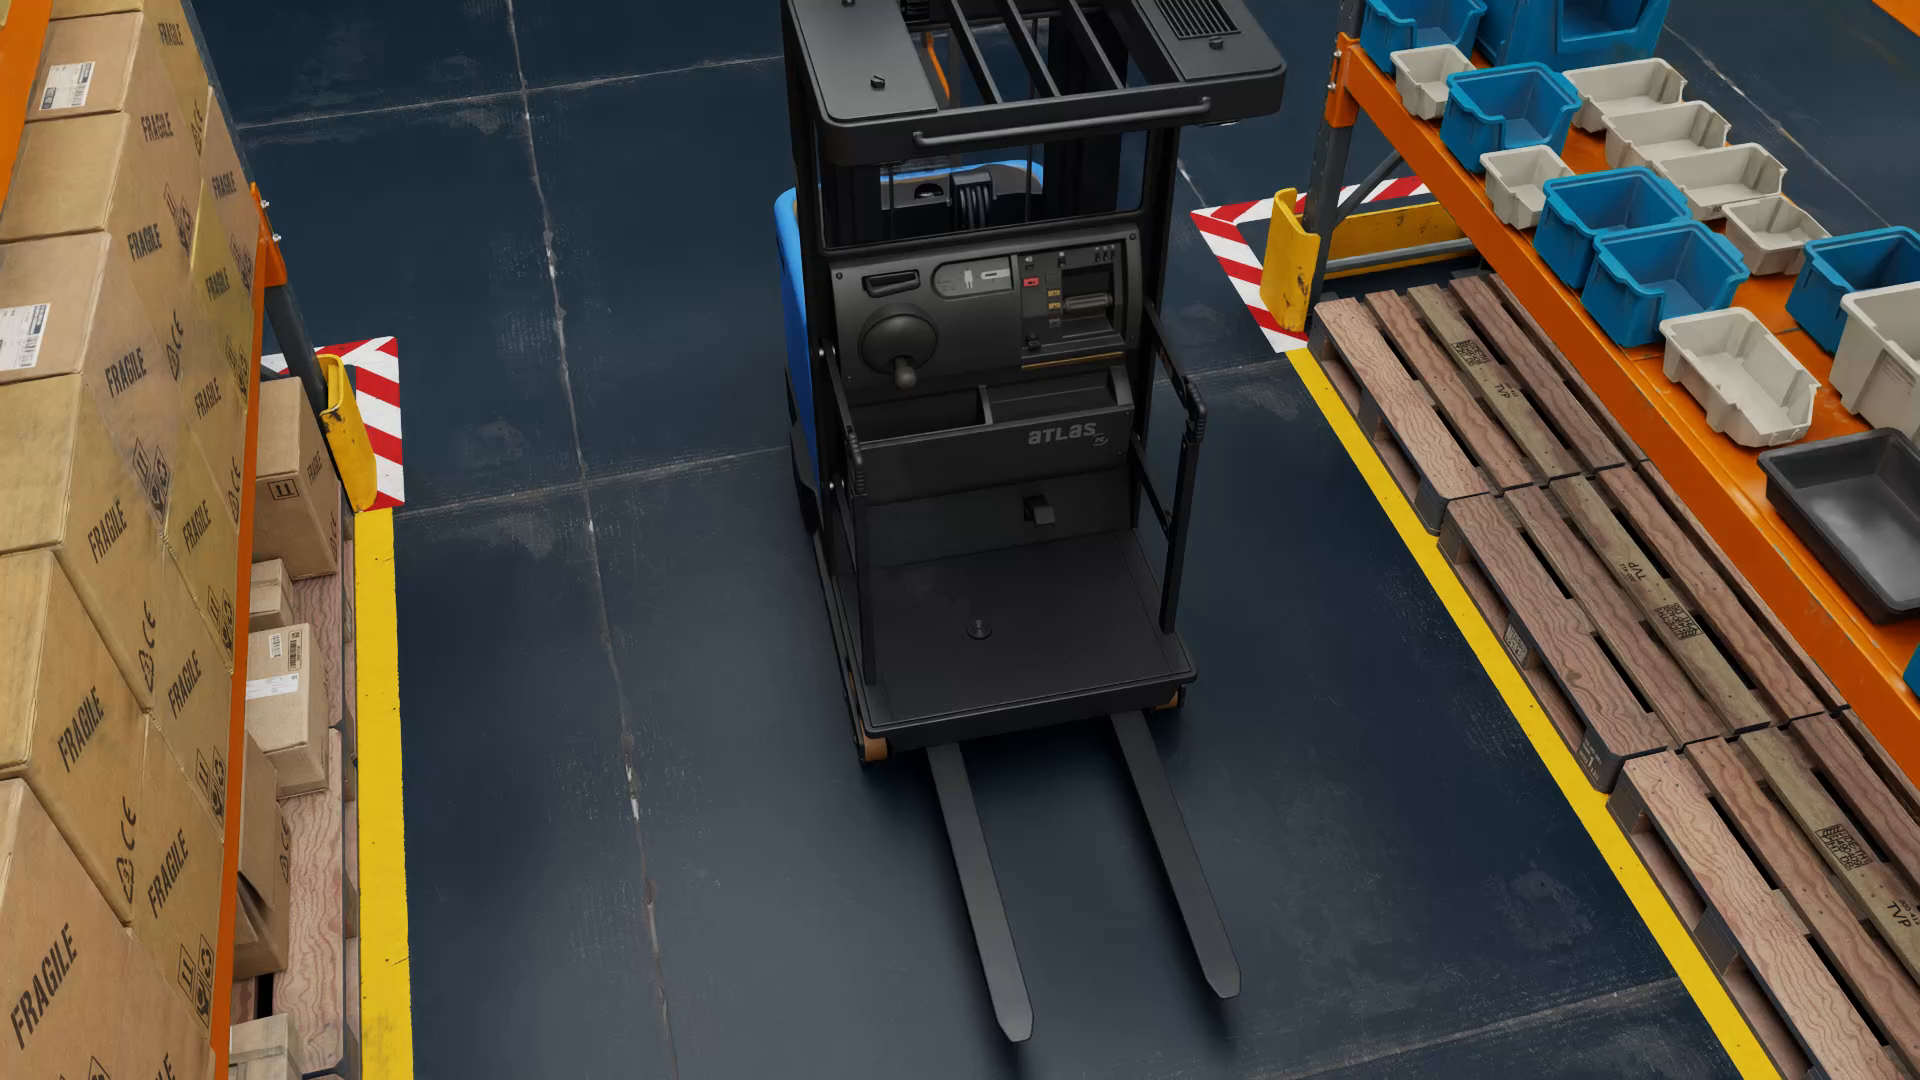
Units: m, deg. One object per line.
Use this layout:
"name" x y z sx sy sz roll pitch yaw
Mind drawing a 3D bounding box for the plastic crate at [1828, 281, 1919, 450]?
"plastic crate" 2.740 -0.444 4.626 0.437 0.282 0.530 -11 47 -10

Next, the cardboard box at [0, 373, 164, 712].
"cardboard box" -1.949 0.054 3.327 0.500 0.500 0.500 -12 47 -11

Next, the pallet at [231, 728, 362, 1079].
"pallet" -2.327 1.185 4.941 1.003 0.211 1.213 -11 47 -10

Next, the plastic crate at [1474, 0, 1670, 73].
"plastic crate" 2.195 -1.974 6.018 0.616 0.435 0.499 -11 47 -10

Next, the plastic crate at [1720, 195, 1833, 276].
"plastic crate" 2.561 -0.945 5.219 0.298 0.136 0.250 -11 47 -10

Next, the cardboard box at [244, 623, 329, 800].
"cardboard box" -2.269 0.565 5.213 0.500 0.250 0.500 -11 47 -10

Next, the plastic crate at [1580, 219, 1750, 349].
"plastic crate" 2.087 -0.754 4.963 0.416 0.233 0.300 -11 47 -10

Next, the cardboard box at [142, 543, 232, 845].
"cardboard box" -1.964 0.391 3.696 0.500 0.500 0.500 -11 47 -11

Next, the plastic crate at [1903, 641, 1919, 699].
"plastic crate" 2.503 0.348 3.778 0.392 0.384 0.575 -11 47 -10

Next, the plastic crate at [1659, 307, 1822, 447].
"plastic crate" 2.216 -0.452 4.736 0.293 0.136 0.466 -11 47 -10

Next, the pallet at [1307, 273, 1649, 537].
"pallet" 2.102 -0.586 6.676 1.003 0.211 1.213 -11 47 -10

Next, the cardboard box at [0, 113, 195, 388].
"cardboard box" -2.214 -0.657 4.024 0.500 0.500 0.500 -10 46 -9

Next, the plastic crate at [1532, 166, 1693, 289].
"plastic crate" 2.011 -0.961 5.166 0.416 0.233 0.300 -11 47 -10

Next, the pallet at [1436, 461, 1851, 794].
"pallet" 2.411 0.255 5.852 1.003 0.211 1.213 -11 47 -10

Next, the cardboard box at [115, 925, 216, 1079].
"cardboard box" -1.704 1.090 3.012 0.500 0.500 0.500 -10 46 -9

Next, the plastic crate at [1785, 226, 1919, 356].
"plastic crate" 2.702 -0.729 4.940 0.416 0.233 0.300 -11 47 -10

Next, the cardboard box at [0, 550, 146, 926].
"cardboard box" -1.818 0.409 2.979 0.500 0.500 0.500 -12 47 -12

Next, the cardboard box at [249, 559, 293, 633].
"cardboard box" -2.467 0.229 5.601 0.380 0.166 0.250 -11 47 -10

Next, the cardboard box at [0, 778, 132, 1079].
"cardboard box" -1.685 0.765 2.630 0.500 0.500 0.500 -10 46 -9

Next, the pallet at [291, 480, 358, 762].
"pallet" -2.636 0.344 5.765 1.003 0.211 1.213 -11 47 -10

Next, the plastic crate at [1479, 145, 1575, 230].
"plastic crate" 1.849 -1.131 5.401 0.250 0.136 0.298 -11 47 -10

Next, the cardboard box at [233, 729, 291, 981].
"cardboard box" -2.323 0.950 4.658 0.797 0.503 0.637 -11 47 -10

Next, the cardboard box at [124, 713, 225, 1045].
"cardboard box" -1.838 0.737 3.357 0.500 0.500 0.500 -10 46 -10

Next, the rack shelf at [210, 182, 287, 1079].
"rack shelf" -2.349 0.398 4.264 1.077 0.370 4.000 -11 47 -10

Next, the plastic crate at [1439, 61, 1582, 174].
"plastic crate" 1.842 -1.415 5.612 0.416 0.233 0.300 -11 47 -10

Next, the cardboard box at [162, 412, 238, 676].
"cardboard box" -2.095 0.040 4.040 0.500 0.500 0.500 -11 47 -11

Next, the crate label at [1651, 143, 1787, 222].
"crate label" 2.467 -1.146 5.416 0.396 0.136 0.243 -11 47 -10

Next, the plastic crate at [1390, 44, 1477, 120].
"plastic crate" 1.676 -1.599 5.860 0.250 0.136 0.298 -11 47 -10

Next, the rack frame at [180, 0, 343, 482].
"rack frame" -2.861 -1.235 5.360 1.000 3.000 0.127 -11 47 -10

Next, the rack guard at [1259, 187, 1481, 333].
"rack guard" 1.910 -1.277 7.152 1.175 0.500 0.348 -11 47 -10

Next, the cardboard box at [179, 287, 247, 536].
"cardboard box" -2.224 -0.307 4.381 0.500 0.500 0.500 -10 46 -10

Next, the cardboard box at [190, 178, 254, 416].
"cardboard box" -2.347 -0.653 4.720 0.500 0.500 0.500 -10 46 -10

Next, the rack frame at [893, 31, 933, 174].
"rack frame" -0.307 -1.708 6.454 0.400 2.100 0.015 -9 46 -9

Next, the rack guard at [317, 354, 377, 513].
"rack guard" -2.841 -0.308 6.201 1.175 0.500 0.348 -11 47 -10

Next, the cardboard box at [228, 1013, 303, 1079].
"cardboard box" -1.966 1.440 4.415 0.380 0.166 0.250 -11 47 -10

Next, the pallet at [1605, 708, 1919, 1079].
"pallet" 2.727 1.099 5.025 1.003 0.211 1.213 -11 47 -10

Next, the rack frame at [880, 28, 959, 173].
"rack frame" -0.201 -1.368 6.121 0.400 2.100 0.015 -9 46 -9

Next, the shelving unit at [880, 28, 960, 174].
"shelving unit" -0.254 -1.538 6.287 0.431 2.100 0.503 -9 46 -9

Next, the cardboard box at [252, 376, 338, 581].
"cardboard box" -2.483 -0.184 5.772 0.500 0.500 0.500 -11 47 -10

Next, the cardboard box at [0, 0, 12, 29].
"cardboard box" -2.216 -1.236 3.366 0.500 0.250 0.500 -11 47 -10

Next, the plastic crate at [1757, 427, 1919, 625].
"plastic crate" 2.406 -0.025 4.325 0.437 0.125 0.590 -11 47 -10

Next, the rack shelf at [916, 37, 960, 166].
"rack shelf" -0.254 -1.529 6.297 0.431 0.518 0.480 -9 46 -9

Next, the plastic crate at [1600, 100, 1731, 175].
"plastic crate" 2.373 -1.334 5.600 0.396 0.136 0.243 -11 47 -10

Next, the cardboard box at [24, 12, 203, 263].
"cardboard box" -2.351 -1.014 4.374 0.500 0.500 0.500 -10 46 -9

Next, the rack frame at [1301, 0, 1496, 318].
"rack frame" 1.929 -2.138 6.245 1.000 3.000 0.127 -11 47 -10

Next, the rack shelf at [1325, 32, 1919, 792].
"rack shelf" 2.441 -0.505 5.149 1.077 0.370 4.000 -11 47 -10

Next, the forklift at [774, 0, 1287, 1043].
"forklift" 0.135 -0.592 4.778 1.130 2.935 3.031 -9 46 -9

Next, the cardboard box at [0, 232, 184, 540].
"cardboard box" -2.082 -0.303 3.676 0.500 0.500 0.500 -9 46 -9

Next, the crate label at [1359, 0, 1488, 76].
"crate label" 1.673 -1.870 6.057 0.416 0.233 0.303 -11 47 -10

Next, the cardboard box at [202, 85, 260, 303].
"cardboard box" -2.483 -1.010 5.070 0.500 0.500 0.500 -9 46 -9

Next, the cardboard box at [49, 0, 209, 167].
"cardboard box" -2.481 -1.363 4.715 0.500 0.500 0.500 -11 47 -11

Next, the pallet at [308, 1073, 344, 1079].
"pallet" -2.012 2.028 4.114 1.003 0.211 1.213 -11 47 -10

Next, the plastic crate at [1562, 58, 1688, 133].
"plastic crate" 2.312 -1.537 5.798 0.396 0.136 0.243 -11 47 -10
